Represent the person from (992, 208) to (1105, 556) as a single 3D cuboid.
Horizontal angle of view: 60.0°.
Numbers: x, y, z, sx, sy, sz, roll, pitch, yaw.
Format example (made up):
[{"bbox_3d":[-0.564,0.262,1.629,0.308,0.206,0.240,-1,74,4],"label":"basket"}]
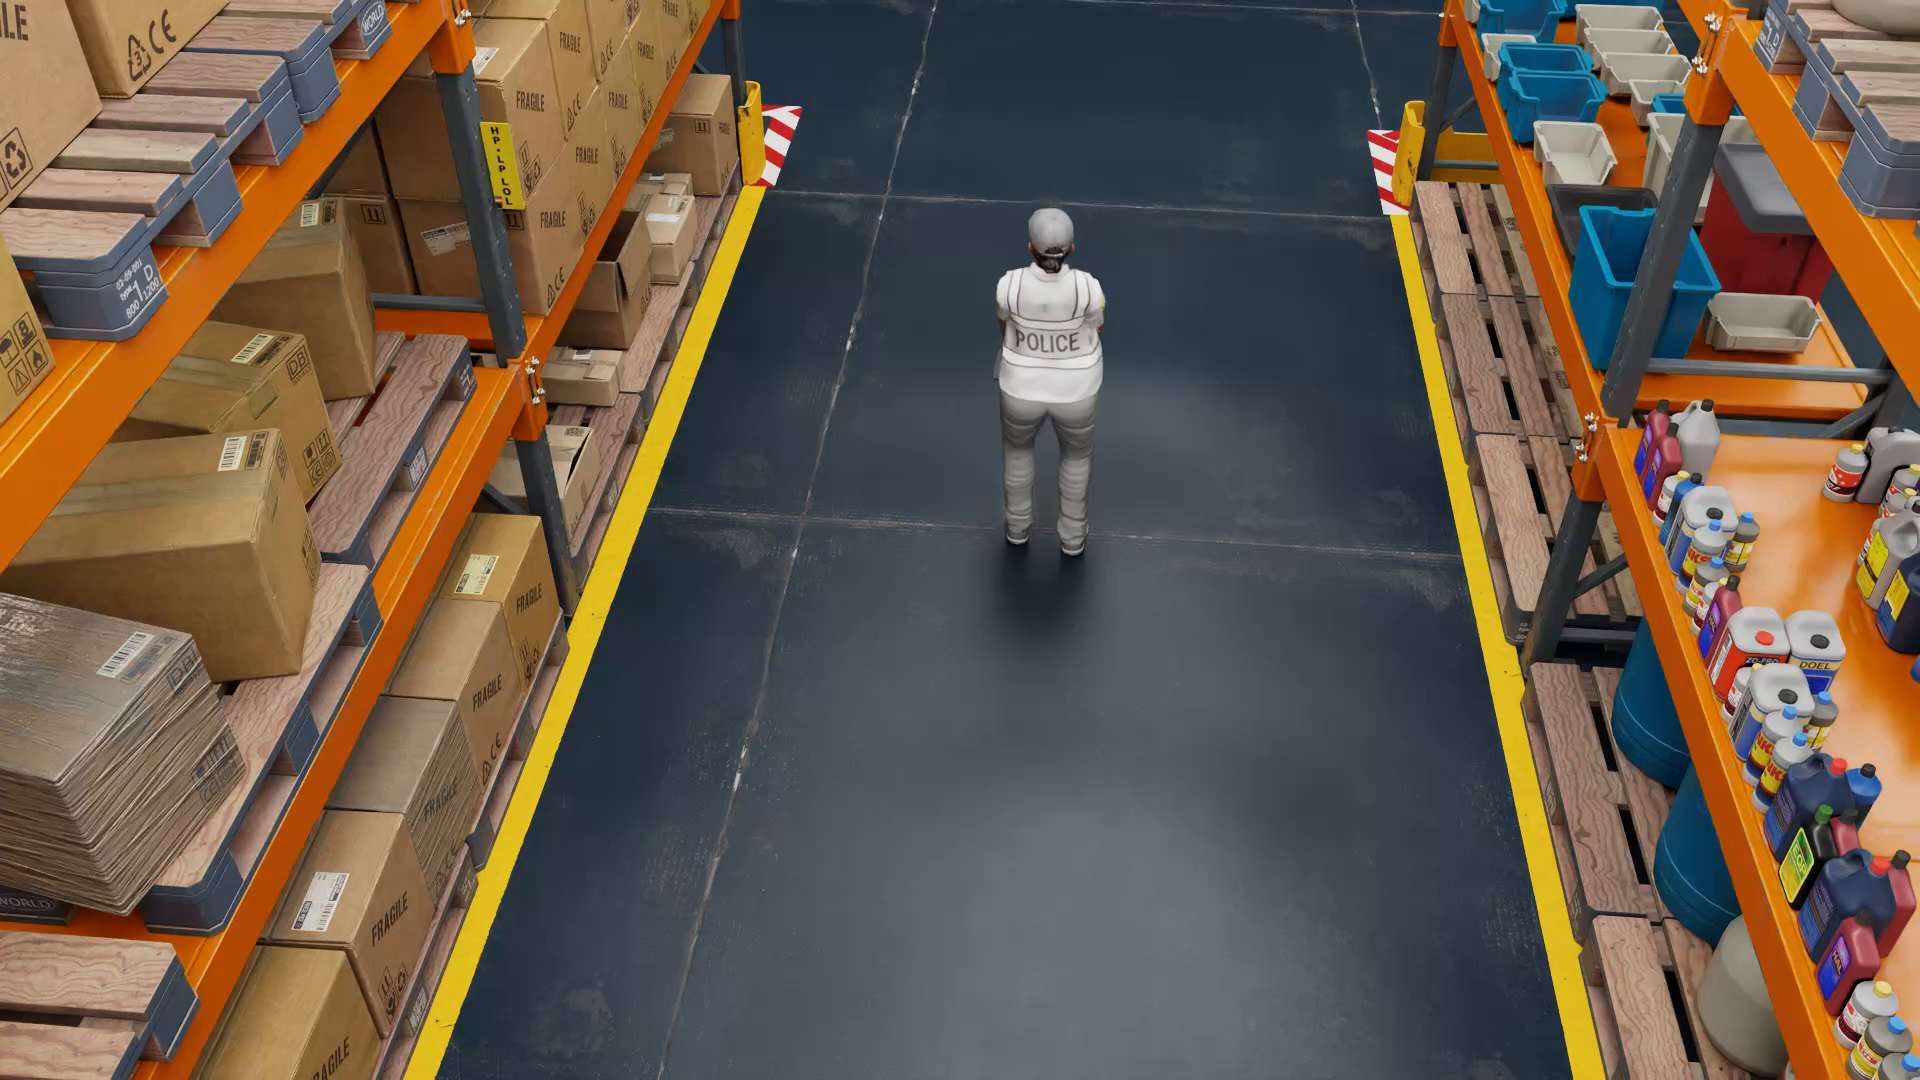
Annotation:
[{"bbox_3d":[0.367,-0.678,6.962,0.452,1.663,0.540,3,40,4],"label":"person"}]
